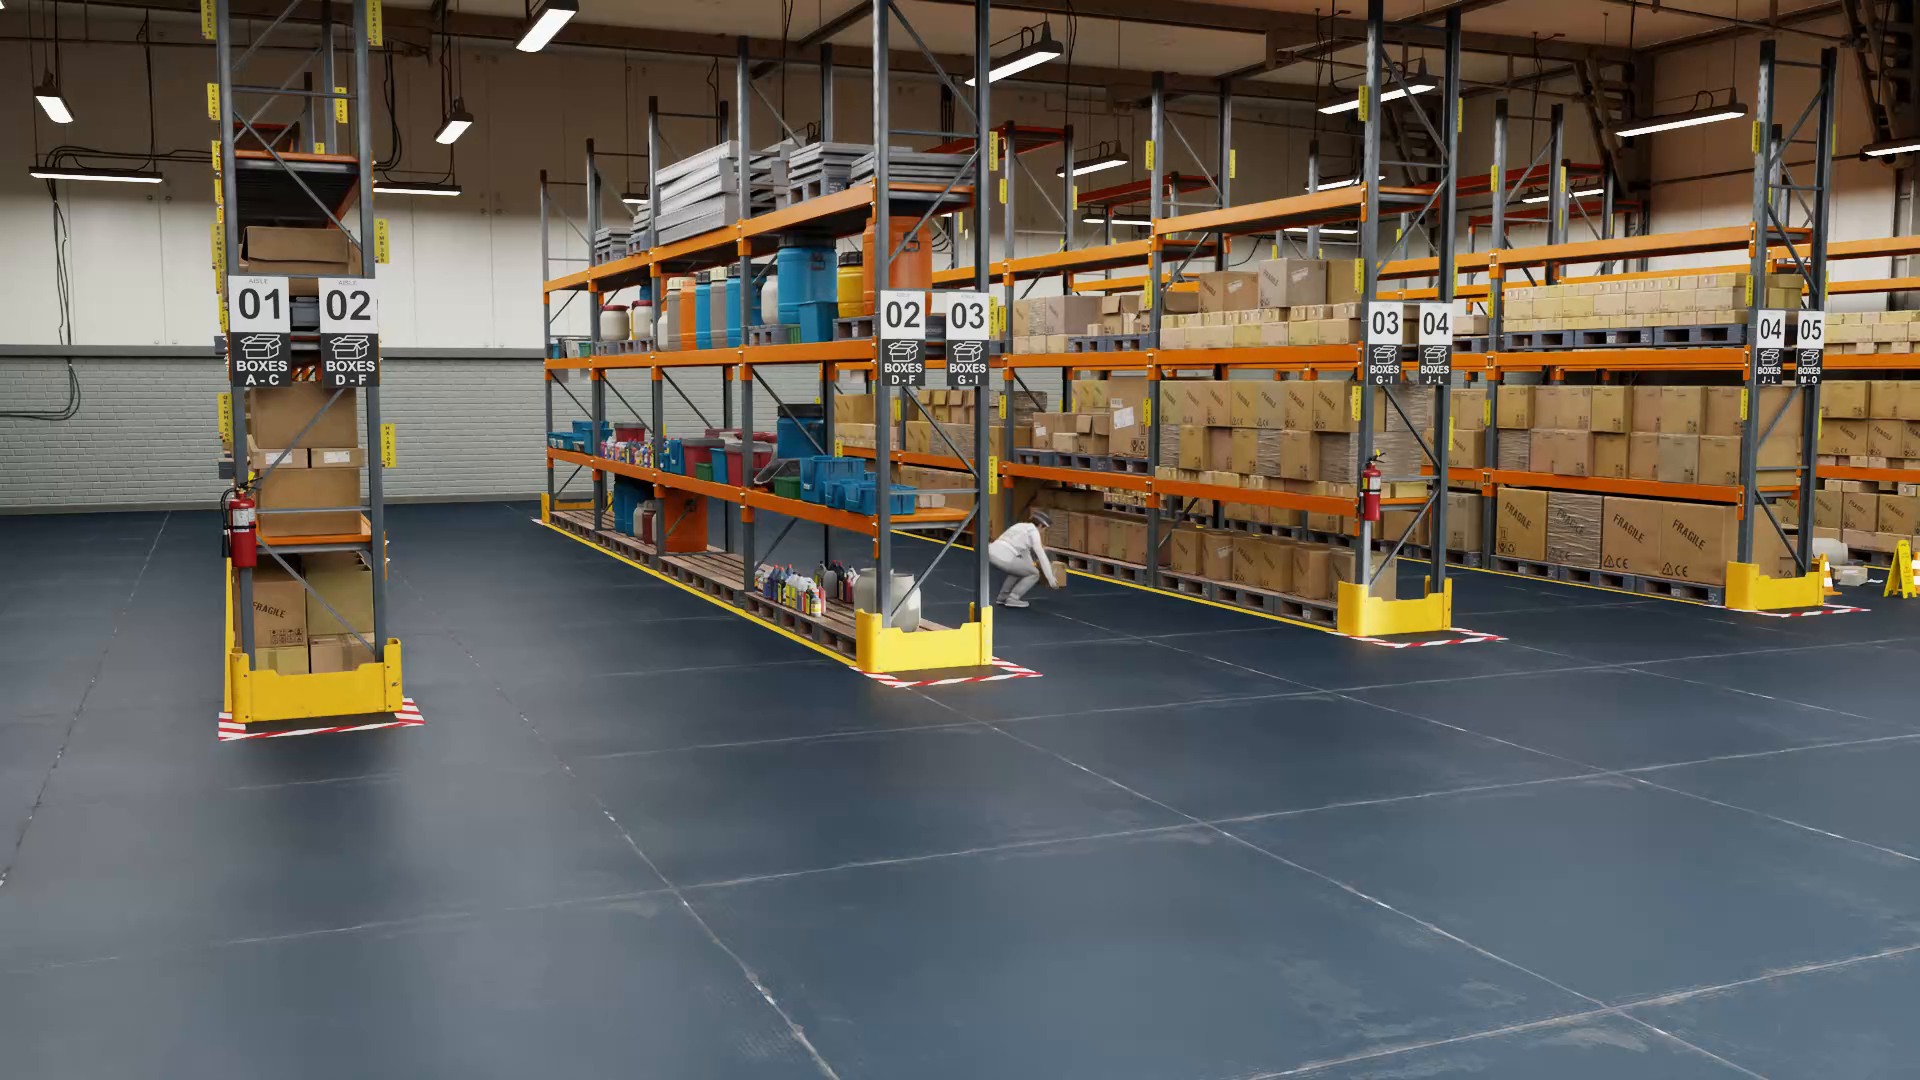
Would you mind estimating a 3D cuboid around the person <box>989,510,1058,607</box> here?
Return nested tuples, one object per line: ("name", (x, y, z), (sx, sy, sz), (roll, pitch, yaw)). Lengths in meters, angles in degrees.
("person", (0.660, 0.200, 18.234), (0.820, 1.036, 0.499), (-2, 6, -24))
